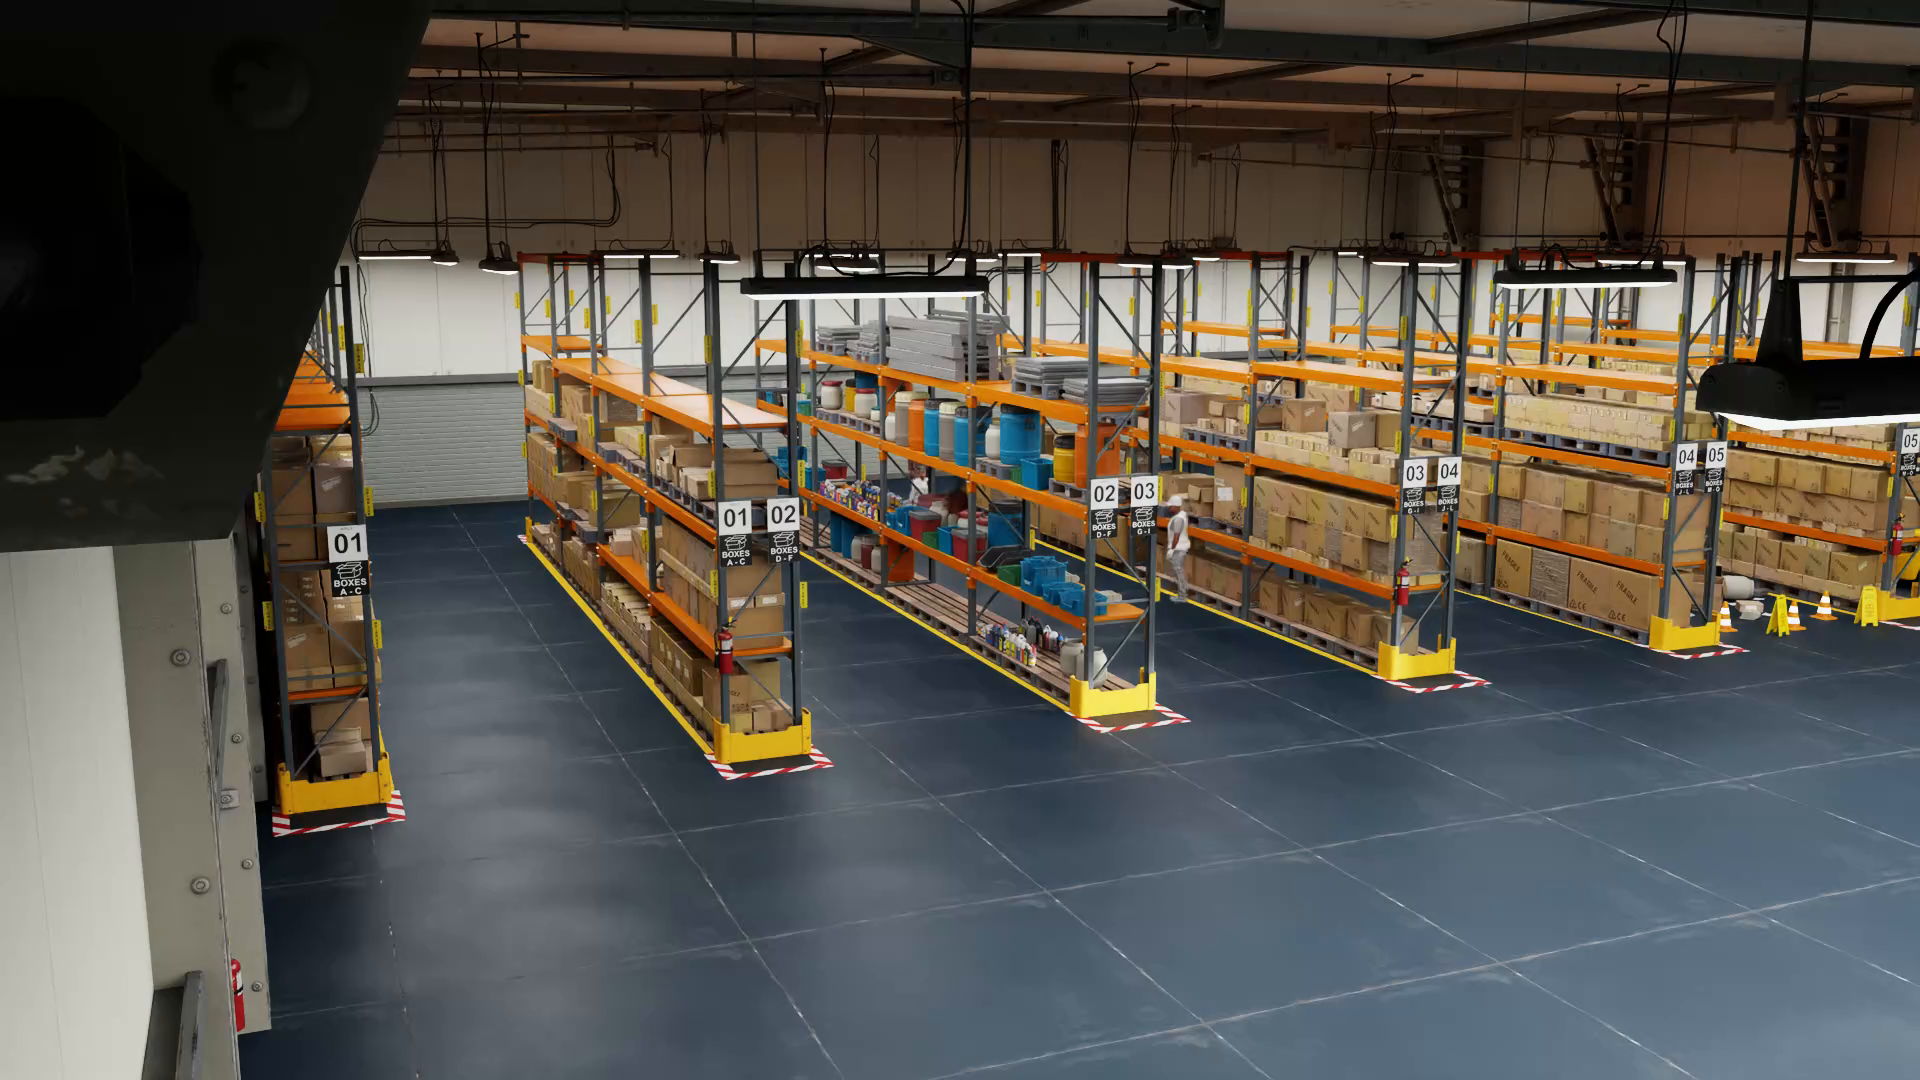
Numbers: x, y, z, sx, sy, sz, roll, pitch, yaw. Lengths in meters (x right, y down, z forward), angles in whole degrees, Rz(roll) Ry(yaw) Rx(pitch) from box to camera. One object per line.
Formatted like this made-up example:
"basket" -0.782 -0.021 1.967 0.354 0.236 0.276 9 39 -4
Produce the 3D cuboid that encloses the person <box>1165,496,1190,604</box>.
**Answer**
"person" 3.610 0.187 27.578 0.384 1.868 0.575 6 12 29

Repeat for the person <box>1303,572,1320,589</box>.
"person" 6.249 0.114 29.548 0.576 1.783 0.548 6 12 29

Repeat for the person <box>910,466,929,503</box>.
"person" -0.780 -0.751 34.580 0.492 1.629 0.975 -5 12 -28

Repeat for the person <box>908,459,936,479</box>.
"person" -0.867 -1.611 38.920 0.598 1.737 0.979 -6 12 -28
